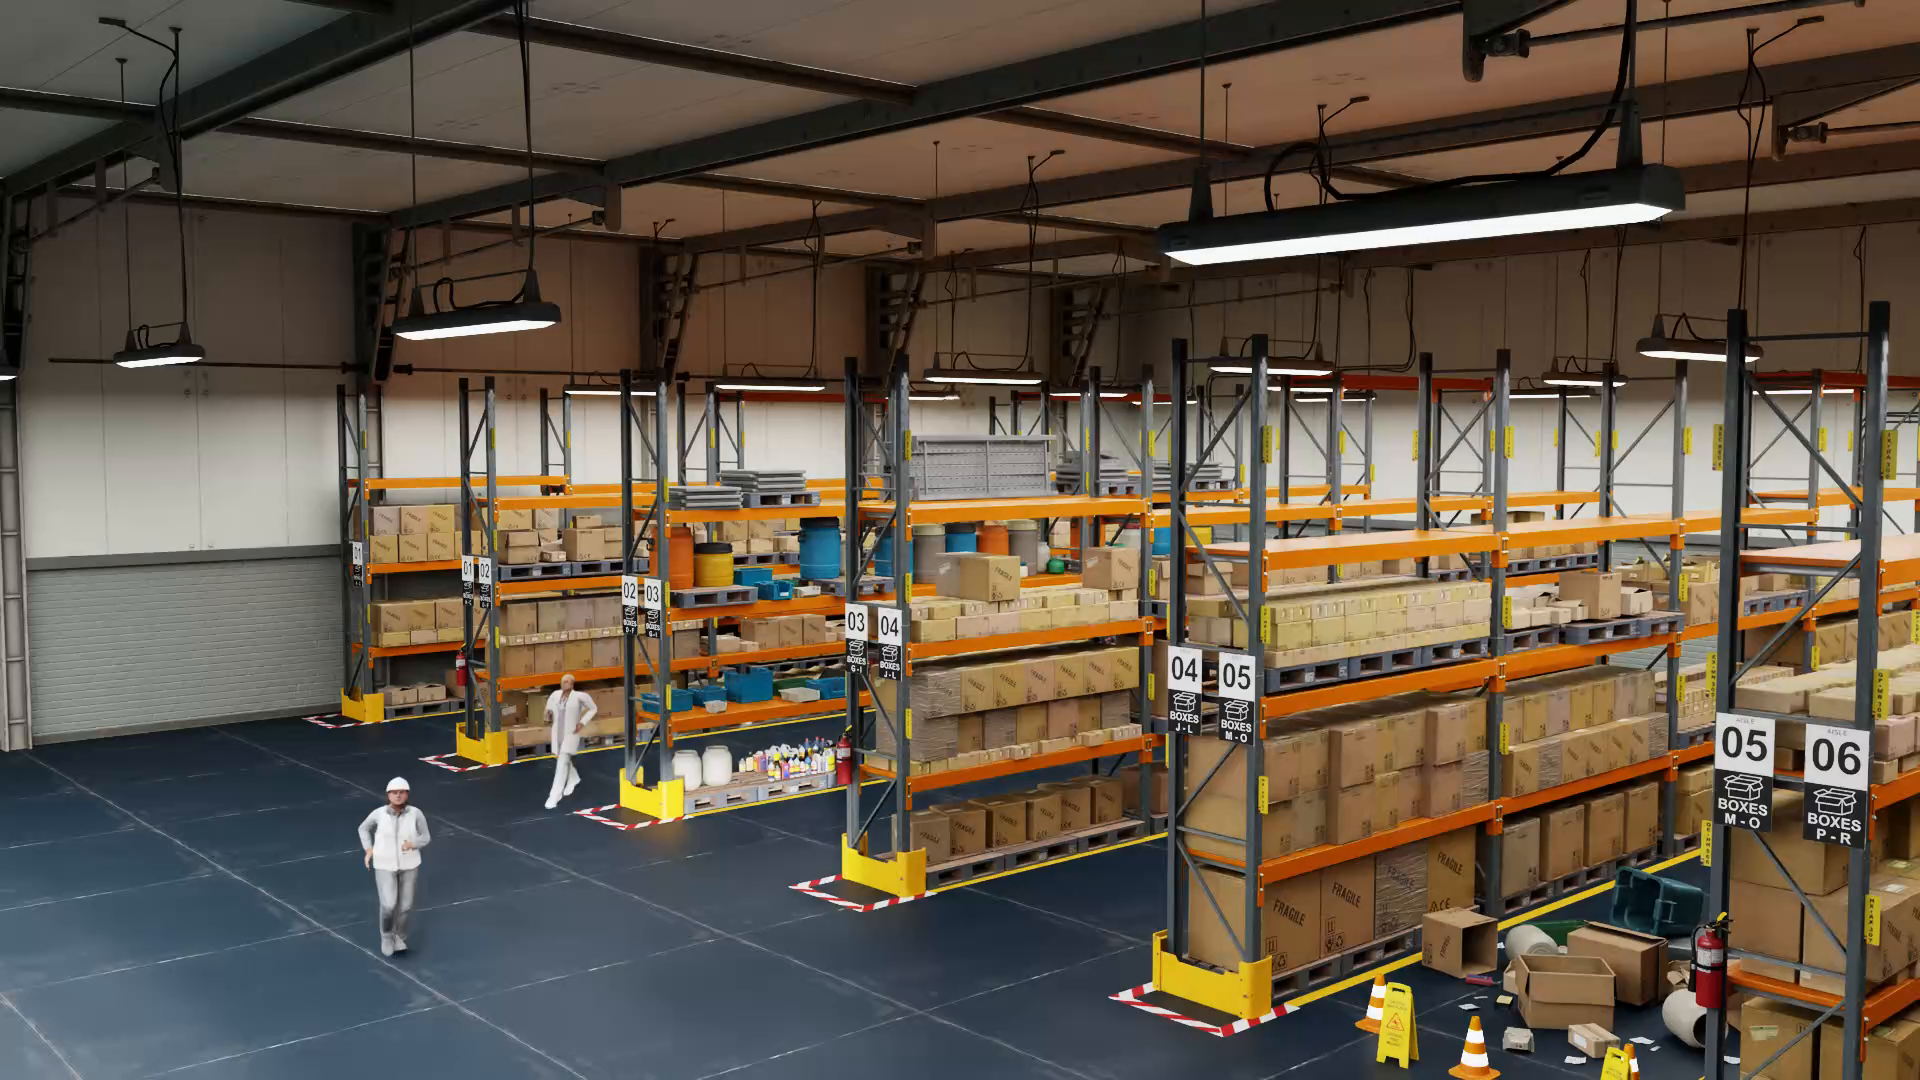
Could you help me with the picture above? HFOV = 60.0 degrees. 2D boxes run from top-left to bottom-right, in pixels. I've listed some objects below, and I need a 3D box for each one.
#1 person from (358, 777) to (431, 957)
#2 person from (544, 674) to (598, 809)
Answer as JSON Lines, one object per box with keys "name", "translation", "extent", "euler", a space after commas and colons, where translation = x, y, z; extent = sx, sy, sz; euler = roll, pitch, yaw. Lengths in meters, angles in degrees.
{"name": "person", "translation": [-5.522, 3.208, 16.306], "extent": [0.644, 1.749, 0.642], "euler": [-2, 4, -26]}
{"name": "person", "translation": [-5.444, 2.756, 23.121], "extent": [0.714, 1.818, 0.950], "euler": [1, 4, 21]}
